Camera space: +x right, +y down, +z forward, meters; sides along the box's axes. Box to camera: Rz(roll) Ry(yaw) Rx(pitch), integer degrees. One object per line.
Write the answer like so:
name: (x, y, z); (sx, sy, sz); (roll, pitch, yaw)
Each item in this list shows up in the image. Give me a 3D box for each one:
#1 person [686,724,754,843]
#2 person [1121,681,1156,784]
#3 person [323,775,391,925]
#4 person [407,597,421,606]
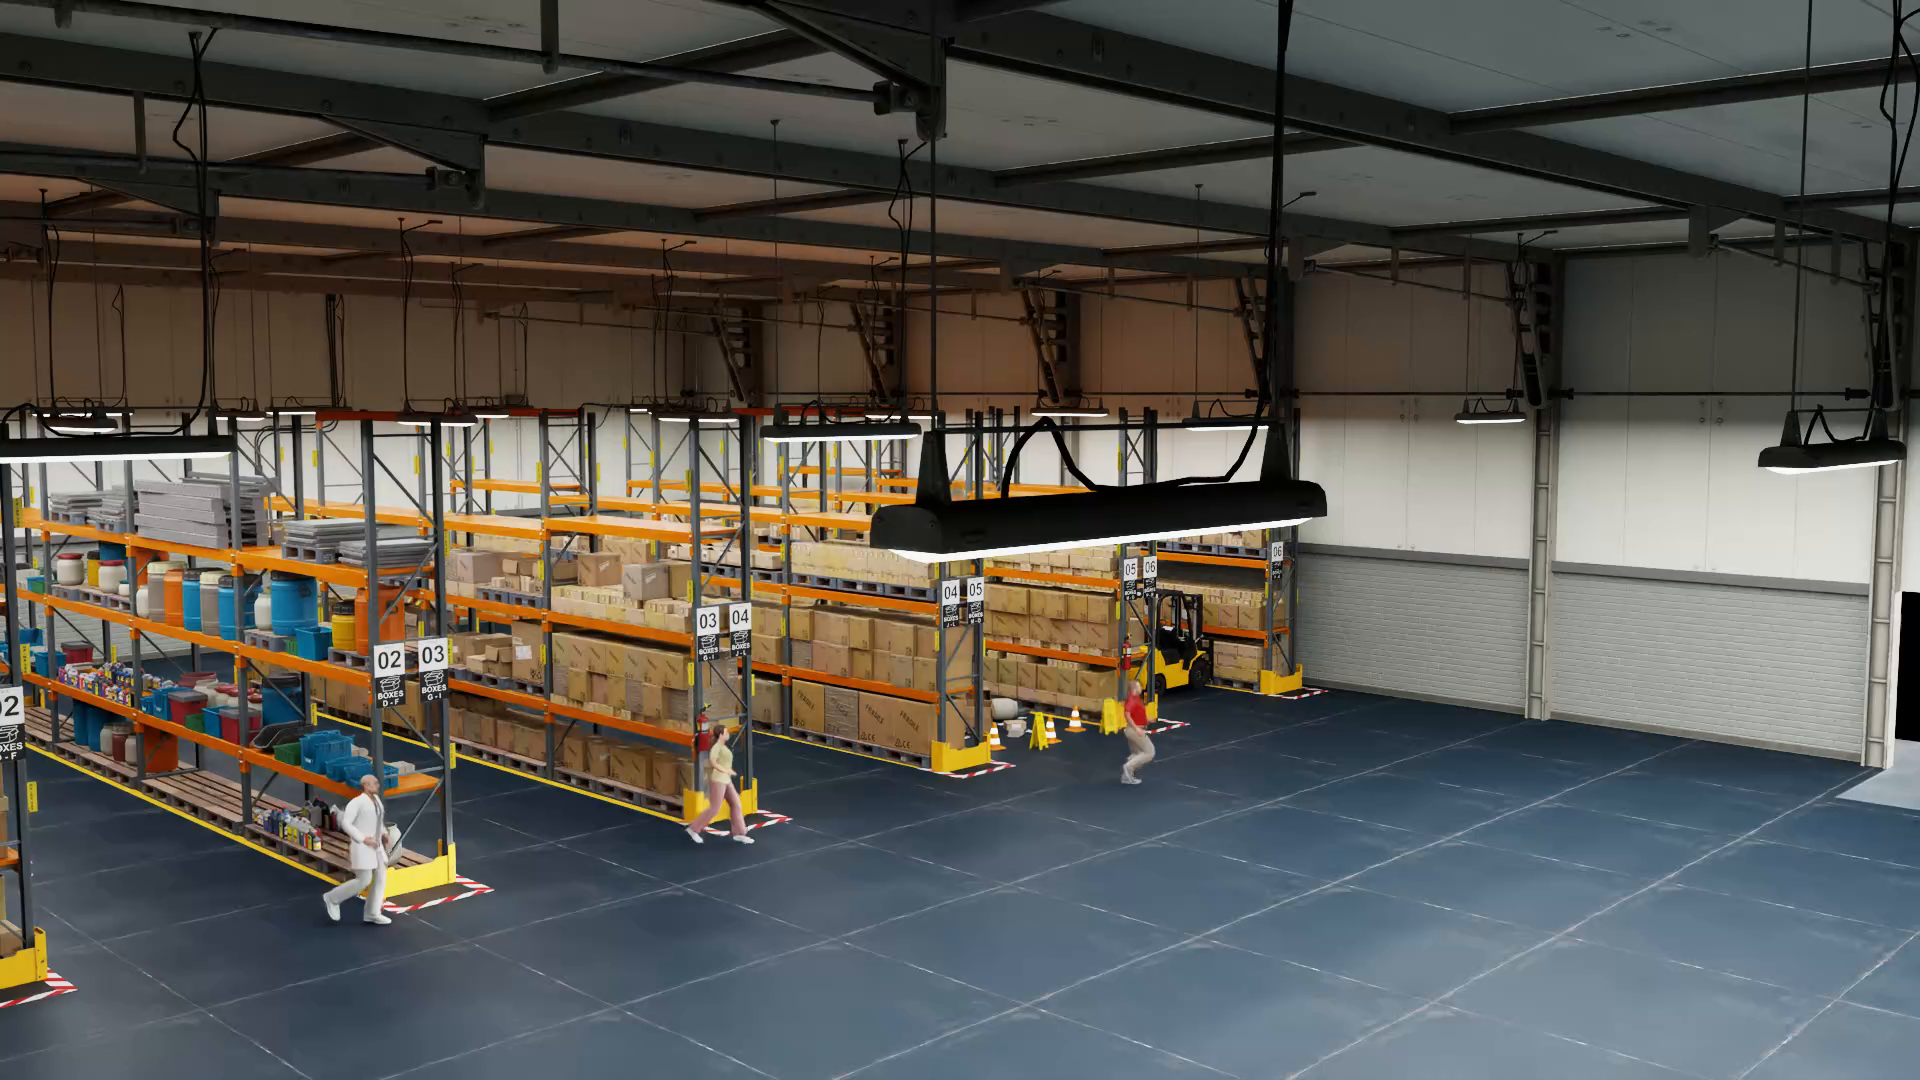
person: (-3.342, 3.420, 23.411); (0.946, 1.648, 0.645); (0, 5, 5)
person: (2.895, 3.106, 26.854); (0.590, 1.676, 0.664); (0, 5, -5)
person: (-7.155, 3.692, 20.022); (0.830, 1.737, 0.764); (1, 5, 10)
person: (-12.863, 1.980, 39.168); (0.793, 1.729, 0.936); (1, 5, 12)
